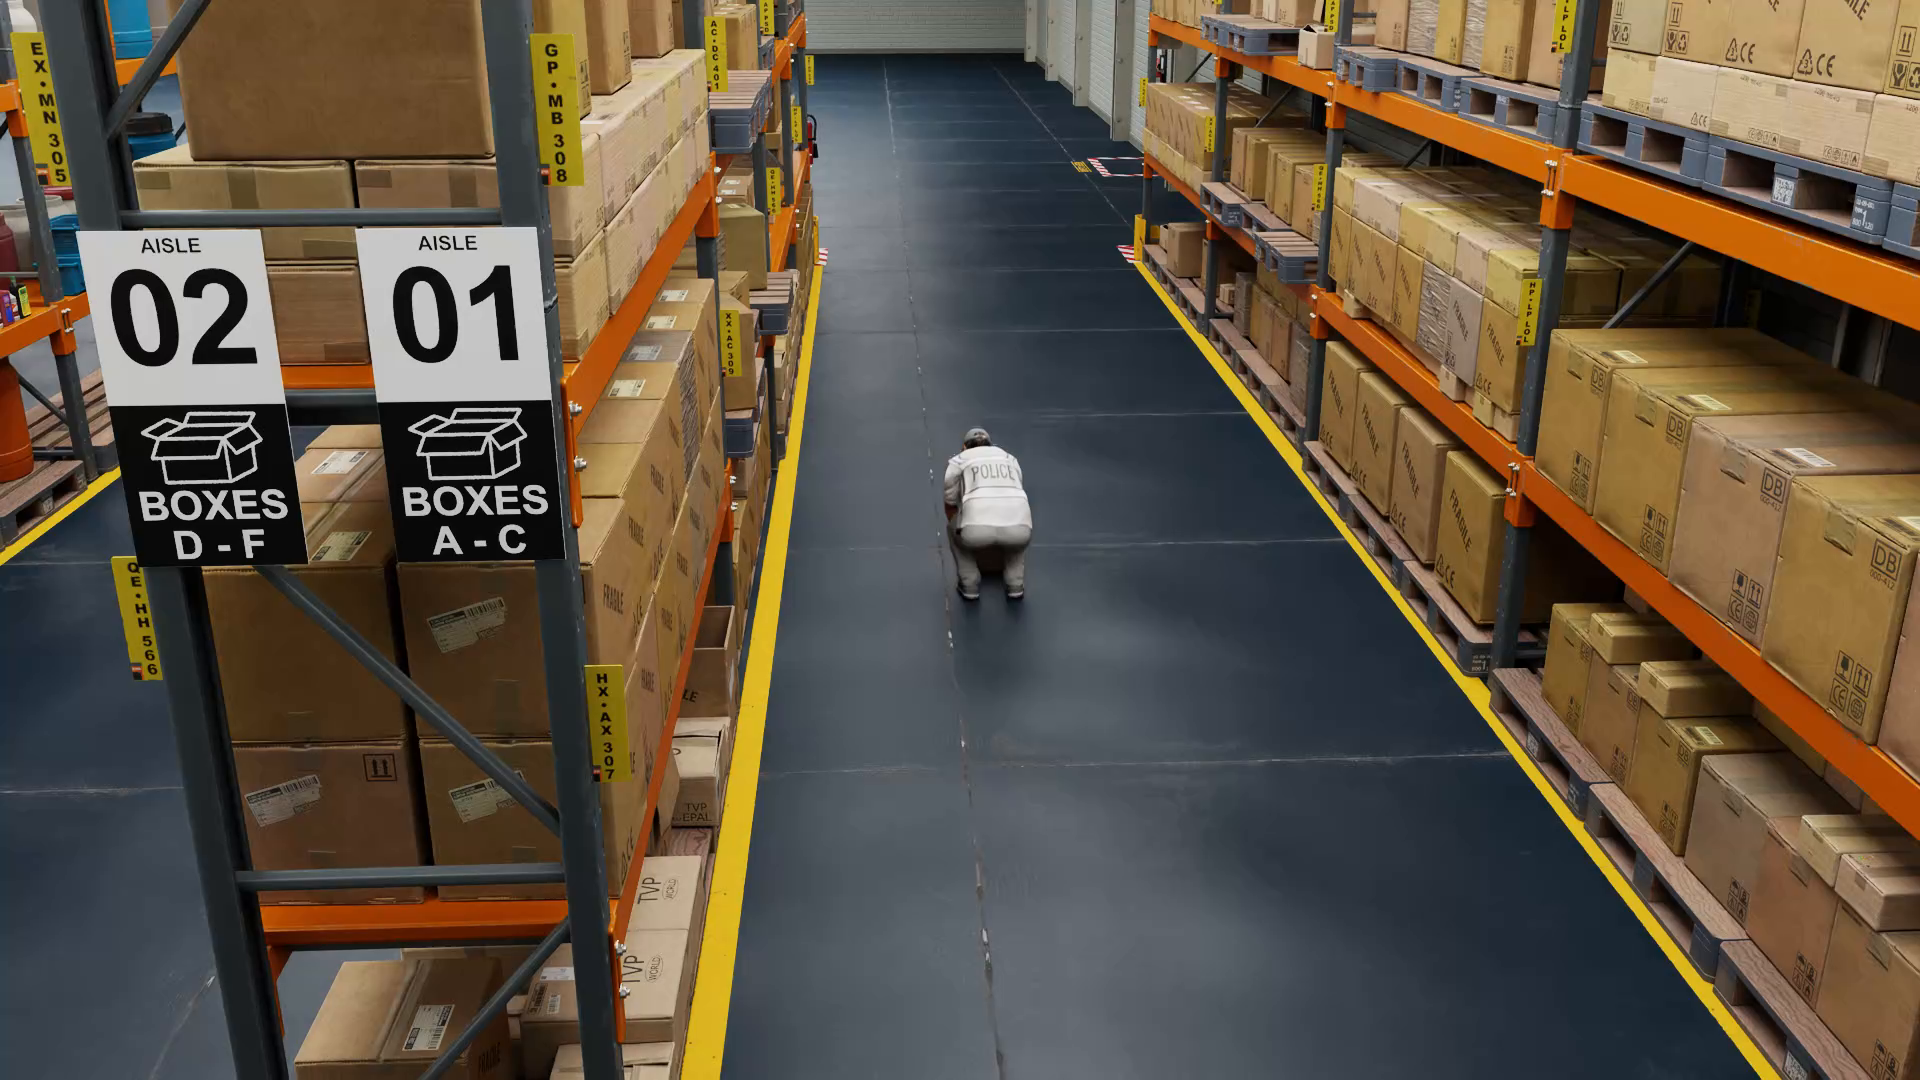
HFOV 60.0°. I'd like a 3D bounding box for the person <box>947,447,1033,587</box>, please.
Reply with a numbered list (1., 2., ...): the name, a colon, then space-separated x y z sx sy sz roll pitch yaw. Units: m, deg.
1. person: 0.175 -0.179 10.088 0.515 0.887 0.936 -2 21 -6
